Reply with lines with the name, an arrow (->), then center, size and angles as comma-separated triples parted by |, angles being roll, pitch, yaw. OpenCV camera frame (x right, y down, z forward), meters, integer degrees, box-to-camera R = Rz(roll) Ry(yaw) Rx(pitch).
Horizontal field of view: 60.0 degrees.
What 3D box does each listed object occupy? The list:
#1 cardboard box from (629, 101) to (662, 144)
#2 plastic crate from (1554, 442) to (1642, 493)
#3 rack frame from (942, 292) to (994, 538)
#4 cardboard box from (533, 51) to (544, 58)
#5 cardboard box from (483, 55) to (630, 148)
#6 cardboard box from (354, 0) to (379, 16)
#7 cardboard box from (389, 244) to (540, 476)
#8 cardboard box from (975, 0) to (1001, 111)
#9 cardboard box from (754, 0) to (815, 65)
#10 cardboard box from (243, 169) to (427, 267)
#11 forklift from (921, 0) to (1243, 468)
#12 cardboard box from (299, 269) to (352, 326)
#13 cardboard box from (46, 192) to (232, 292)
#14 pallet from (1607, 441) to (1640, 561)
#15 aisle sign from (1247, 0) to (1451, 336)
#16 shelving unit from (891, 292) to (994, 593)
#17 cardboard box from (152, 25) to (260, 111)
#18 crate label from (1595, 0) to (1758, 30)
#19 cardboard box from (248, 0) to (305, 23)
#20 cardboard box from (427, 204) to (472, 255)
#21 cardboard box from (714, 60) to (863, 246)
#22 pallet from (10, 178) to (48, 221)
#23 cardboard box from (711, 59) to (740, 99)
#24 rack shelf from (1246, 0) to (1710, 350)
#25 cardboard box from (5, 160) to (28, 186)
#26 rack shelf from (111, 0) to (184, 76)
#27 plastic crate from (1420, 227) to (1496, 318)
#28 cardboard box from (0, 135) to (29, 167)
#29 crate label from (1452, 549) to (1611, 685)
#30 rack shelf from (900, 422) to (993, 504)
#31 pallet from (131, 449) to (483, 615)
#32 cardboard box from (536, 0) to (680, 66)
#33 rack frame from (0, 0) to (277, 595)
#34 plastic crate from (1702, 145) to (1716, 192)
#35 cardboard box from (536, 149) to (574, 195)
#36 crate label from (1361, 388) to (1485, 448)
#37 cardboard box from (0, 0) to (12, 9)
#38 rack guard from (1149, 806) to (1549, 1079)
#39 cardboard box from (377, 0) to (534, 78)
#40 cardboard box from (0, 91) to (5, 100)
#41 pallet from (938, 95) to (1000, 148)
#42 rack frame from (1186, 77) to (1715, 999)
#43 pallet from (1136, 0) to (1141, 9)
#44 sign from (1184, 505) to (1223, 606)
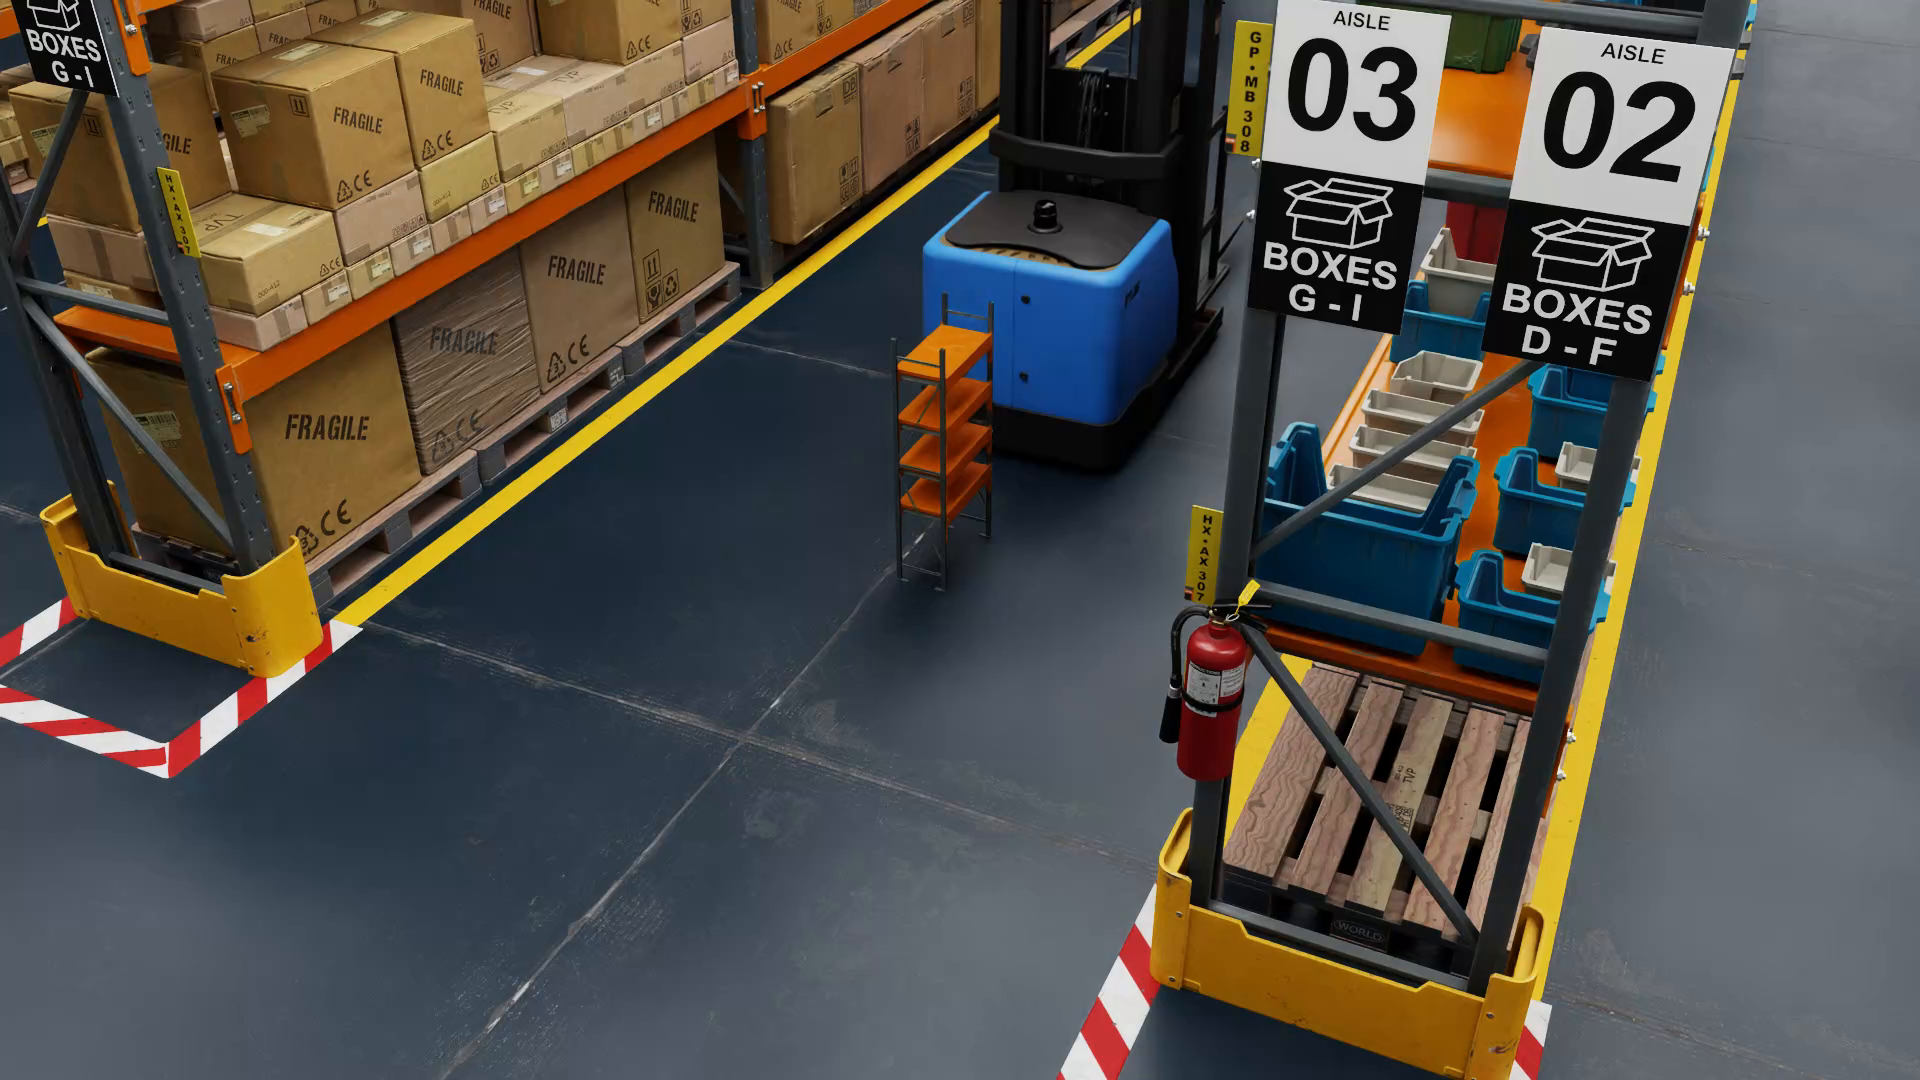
cardboard box -> -1.765, -2.177, 8.563 | 0.380, 0.149, 0.250 | 15, 36, 21
plastic crate -> 2.108, -0.205, 5.514 | 0.250, 0.136, 0.298 | 14, 36, 20
rack frame -> 0.033, -0.541, 7.481 | 0.240, 1.200, 0.015 | 14, 36, 20
cardboard box -> -2.260, -2.534, 8.745 | 0.500, 0.250, 0.500 | 14, 36, 20
cardboard box -> -1.987, -2.162, 8.177 | 0.500, 0.250, 0.500 | 15, 36, 21
cardboard box -> -4.867, -4.291, 13.455 | 0.500, 0.500, 0.500 | 13, 35, 18
cardboard box -> -2.710, -0.978, 8.061 | 0.875, 0.875, 0.875 | 14, 36, 20
cardboard box -> -0.247, -3.833, 12.415 | 1.225, 0.875, 0.875 | 13, 35, 18
cardboard box -> -1.193, -3.107, 9.661 | 0.500, 0.500, 0.500 | 14, 36, 21
cardboard box -> -2.629, -1.400, 7.015 | 0.500, 0.250, 0.500 | 14, 36, 20
forklift -> 0.858, -2.374, 8.698 | 1.130, 2.935, 3.031 | 13, 36, 20
cardboard box -> -2.732, -1.025, 6.807 | 0.380, 0.149, 0.250 | 14, 36, 20
cardboard box -> -3.325, -1.265, 6.809 | 0.500, 0.250, 0.500 | 14, 36, 20
pallet -> 2.613, -0.216, 7.886 | 1.003, 0.211, 1.213 | 14, 36, 20
aisle sign -> 0.916, -0.883, 3.990 | 0.394, 0.787, 0.004 | 14, 36, 20
shelving unit -> -0.069, -0.419, 7.295 | 0.258, 1.200, 0.503 | 14, 36, 20
cardboard box -> -5.525, -3.519, 12.277 | 0.500, 0.500, 0.500 | 16, 36, 22
crate label -> 1.892, -1.342, 4.461 | 0.408, 0.251, 0.502 | 14, 36, 20
cardboard box -> -5.306, -4.098, 12.477 | 0.500, 0.250, 0.500 | 15, 36, 22
cardboard box -> -2.410, -1.409, 7.393 | 0.380, 0.149, 0.250 | 13, 36, 20
cardboard box -> -1.363, -2.503, 10.387 | 1.225, 0.875, 0.875 | 14, 36, 21
pallet -> -6.324, -2.572, 11.481 | 1.003, 0.211, 1.213 | 14, 36, 20
cardboard box -> -1.443, -2.561, 9.149 | 0.380, 0.149, 0.250 | 14, 36, 21
rack shelf -> 2.049, -1.714, 5.549 | 1.077, 0.370, 4.000 | 14, 36, 20
cardboard box -> -6.387, -2.431, 10.939 | 0.380, 0.149, 0.250 | 13, 36, 19
rack shelf -> -2.450, -2.850, 7.282 | 1.077, 0.370, 4.000 | 14, 36, 20
plastic crate -> 2.080, -1.014, 6.614 | 0.437, 0.282, 0.530 | 14, 36, 20
cardboard box -> -6.311, -2.582, 10.897 | 0.380, 0.149, 0.250 | 15, 36, 21
crate label -> 1.615, 0.233, 4.757 | 0.416, 0.233, 0.303 | 14, 36, 20
rack shelf -> -0.069, -0.363, 7.332 | 0.258, 0.148, 0.480 | 14, 36, 20
pallet -> -3.023, -0.151, 7.788 | 1.003, 0.211, 1.213 | 14, 36, 20
cardboard box -> -1.776, -2.729, 8.359 | 0.500, 0.500, 0.500 | 15, 36, 21
rack frame -> -3.286, -0.901, 6.388 | 1.000, 3.000, 0.127 | 14, 36, 20
plastic crate -> 3.000, -1.464, 7.208 | 0.392, 0.384, 0.575 | 14, 36, 20
cardboard box -> -2.088, -1.794, 7.980 | 0.380, 0.149, 0.250 | 15, 36, 21
crate label -> 1.618, -0.412, 5.829 | 0.396, 0.136, 0.243 | 14, 36, 20
cardboard box -> -6.157, -3.507, 10.593 | 0.380, 0.149, 0.250 | 16, 36, 22
rack guard -> 1.214, 1.296, 5.318 | 1.175, 0.500, 0.348 | 14, 36, 20
cardboard box -> -2.472, -2.585, 8.138 | 0.500, 0.500, 0.500 | 13, 35, 19
cardboard box -> -6.638, -2.929, 11.155 | 0.380, 0.149, 0.250 | 14, 36, 20
pallet -> -0.338, -3.344, 12.657 | 1.003, 0.211, 1.213 | 14, 36, 20
rack frame -> 1.212, 0.235, 4.655 | 1.000, 3.000, 0.127 | 14, 36, 20
pallet -> 1.410, -5.323, 15.676 | 1.003, 0.211, 1.213 | 14, 36, 20
sign -> 0.706, 0.049, 4.791 | 0.100, 0.325, 0.005 | 14, 36, 20
